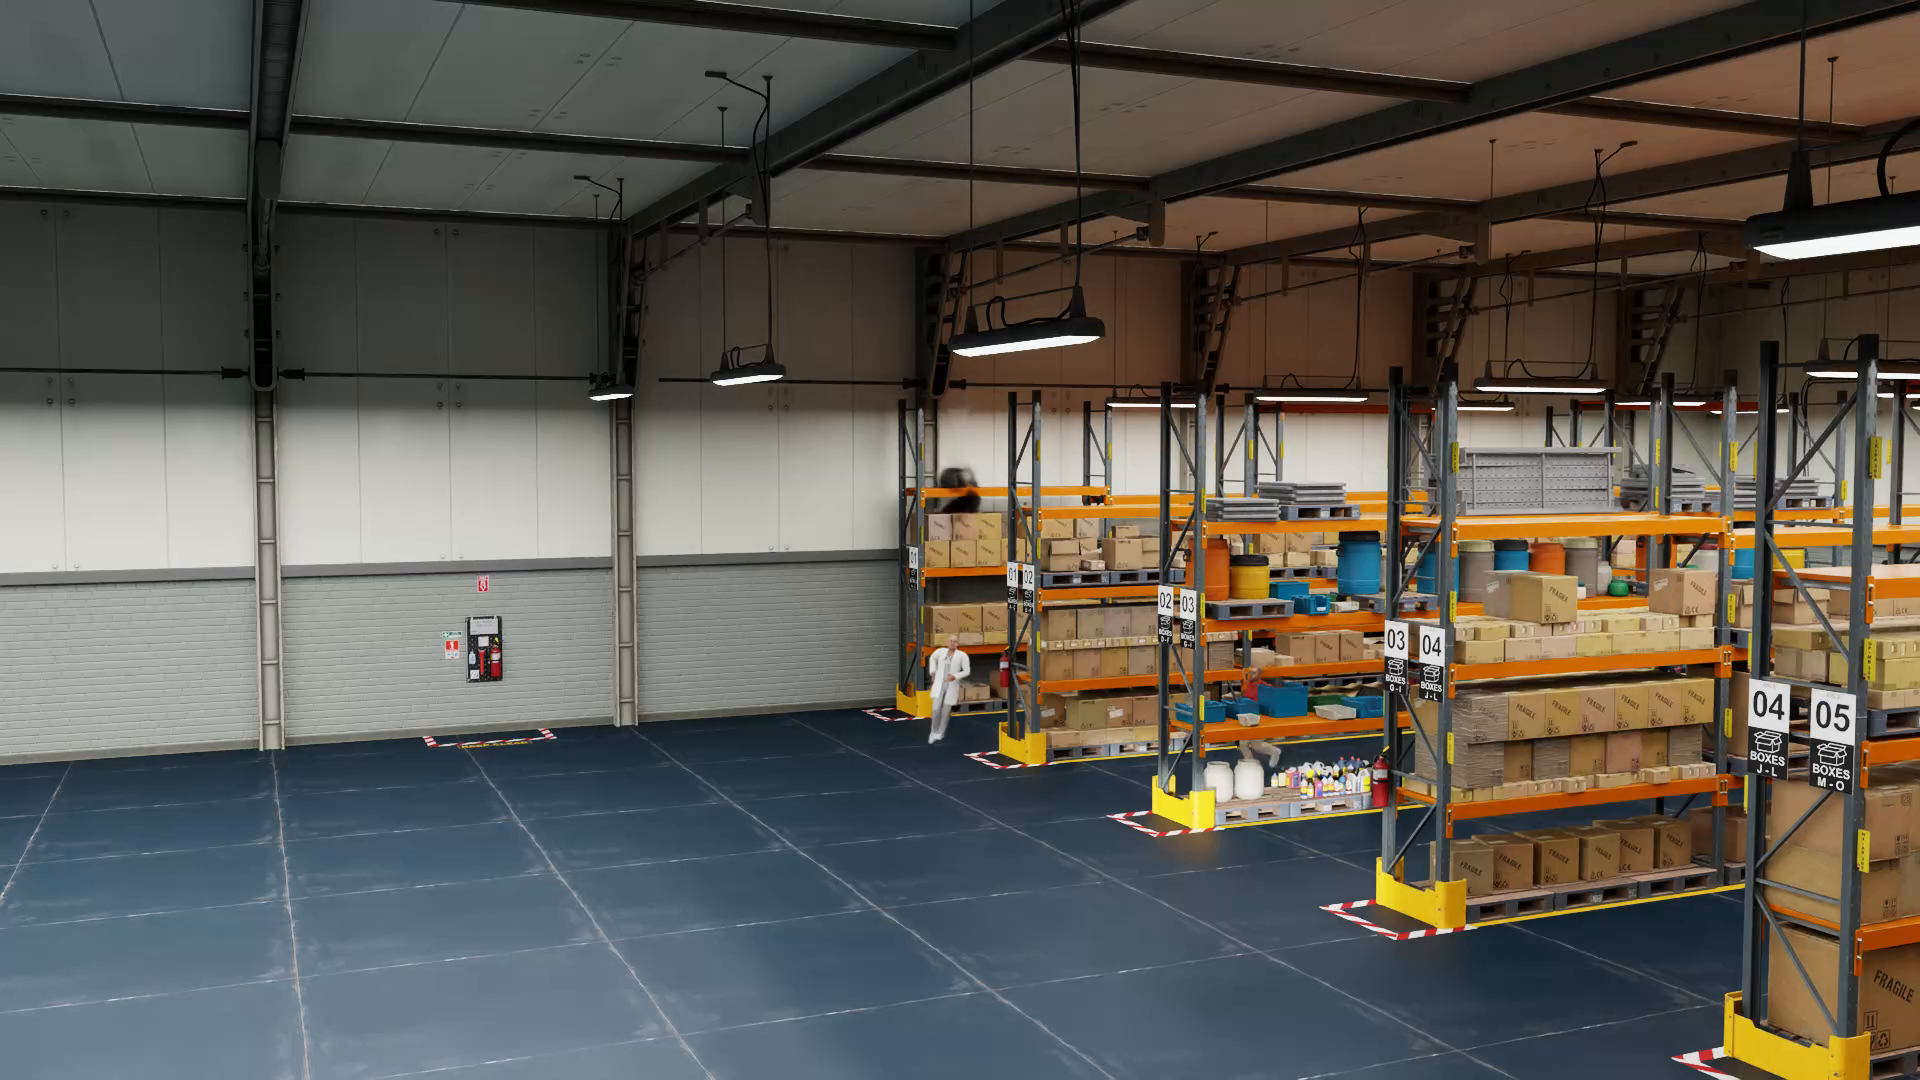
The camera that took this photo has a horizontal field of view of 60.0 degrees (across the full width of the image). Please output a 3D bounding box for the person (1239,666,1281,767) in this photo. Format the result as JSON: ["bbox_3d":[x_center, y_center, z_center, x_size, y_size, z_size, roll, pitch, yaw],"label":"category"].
[{"bbox_3d":[4.655,2.799,25.916,0.708,1.675,0.705,-2,4,-32],"label":"person"}]

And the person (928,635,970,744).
[{"bbox_3d":[-0.176,2.558,27.185,0.708,1.581,0.659,0,3,7],"label":"person"}]
